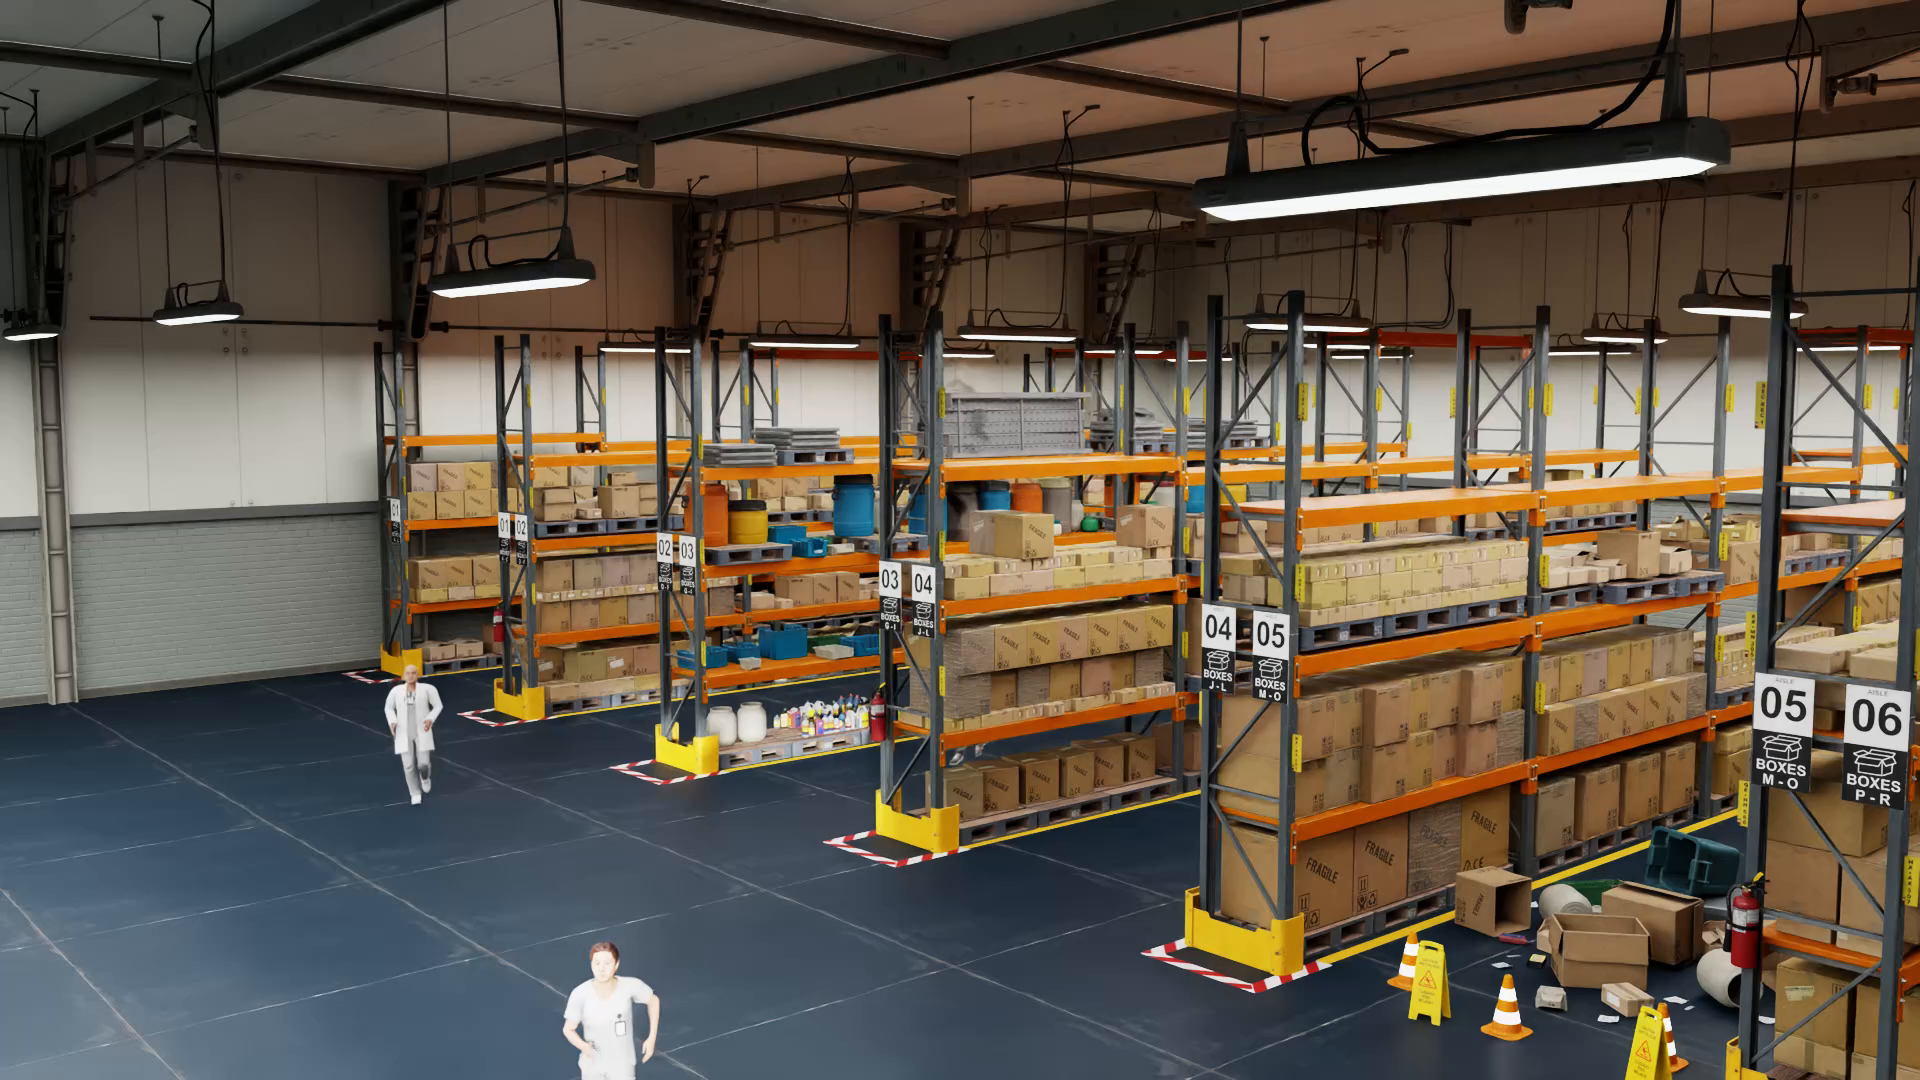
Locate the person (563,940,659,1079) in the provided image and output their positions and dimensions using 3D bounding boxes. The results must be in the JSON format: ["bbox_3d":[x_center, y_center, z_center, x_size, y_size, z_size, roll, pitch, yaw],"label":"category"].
[{"bbox_3d":[-2.220,3.389,10.579,0.576,1.710,0.705,0,5,-4],"label":"person"}]

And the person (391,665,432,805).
[{"bbox_3d":[-6.824,2.408,20.772,0.658,1.731,0.639,-1,5,-12],"label":"person"}]

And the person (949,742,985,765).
[{"bbox_3d":[0.084,2.080,21.743,0.543,1.609,0.813,4,6,36],"label":"person"}]

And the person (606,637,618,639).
[{"bbox_3d":[-6.065,1.671,29.264,0.625,1.660,0.748,4,7,40],"label":"person"}]
